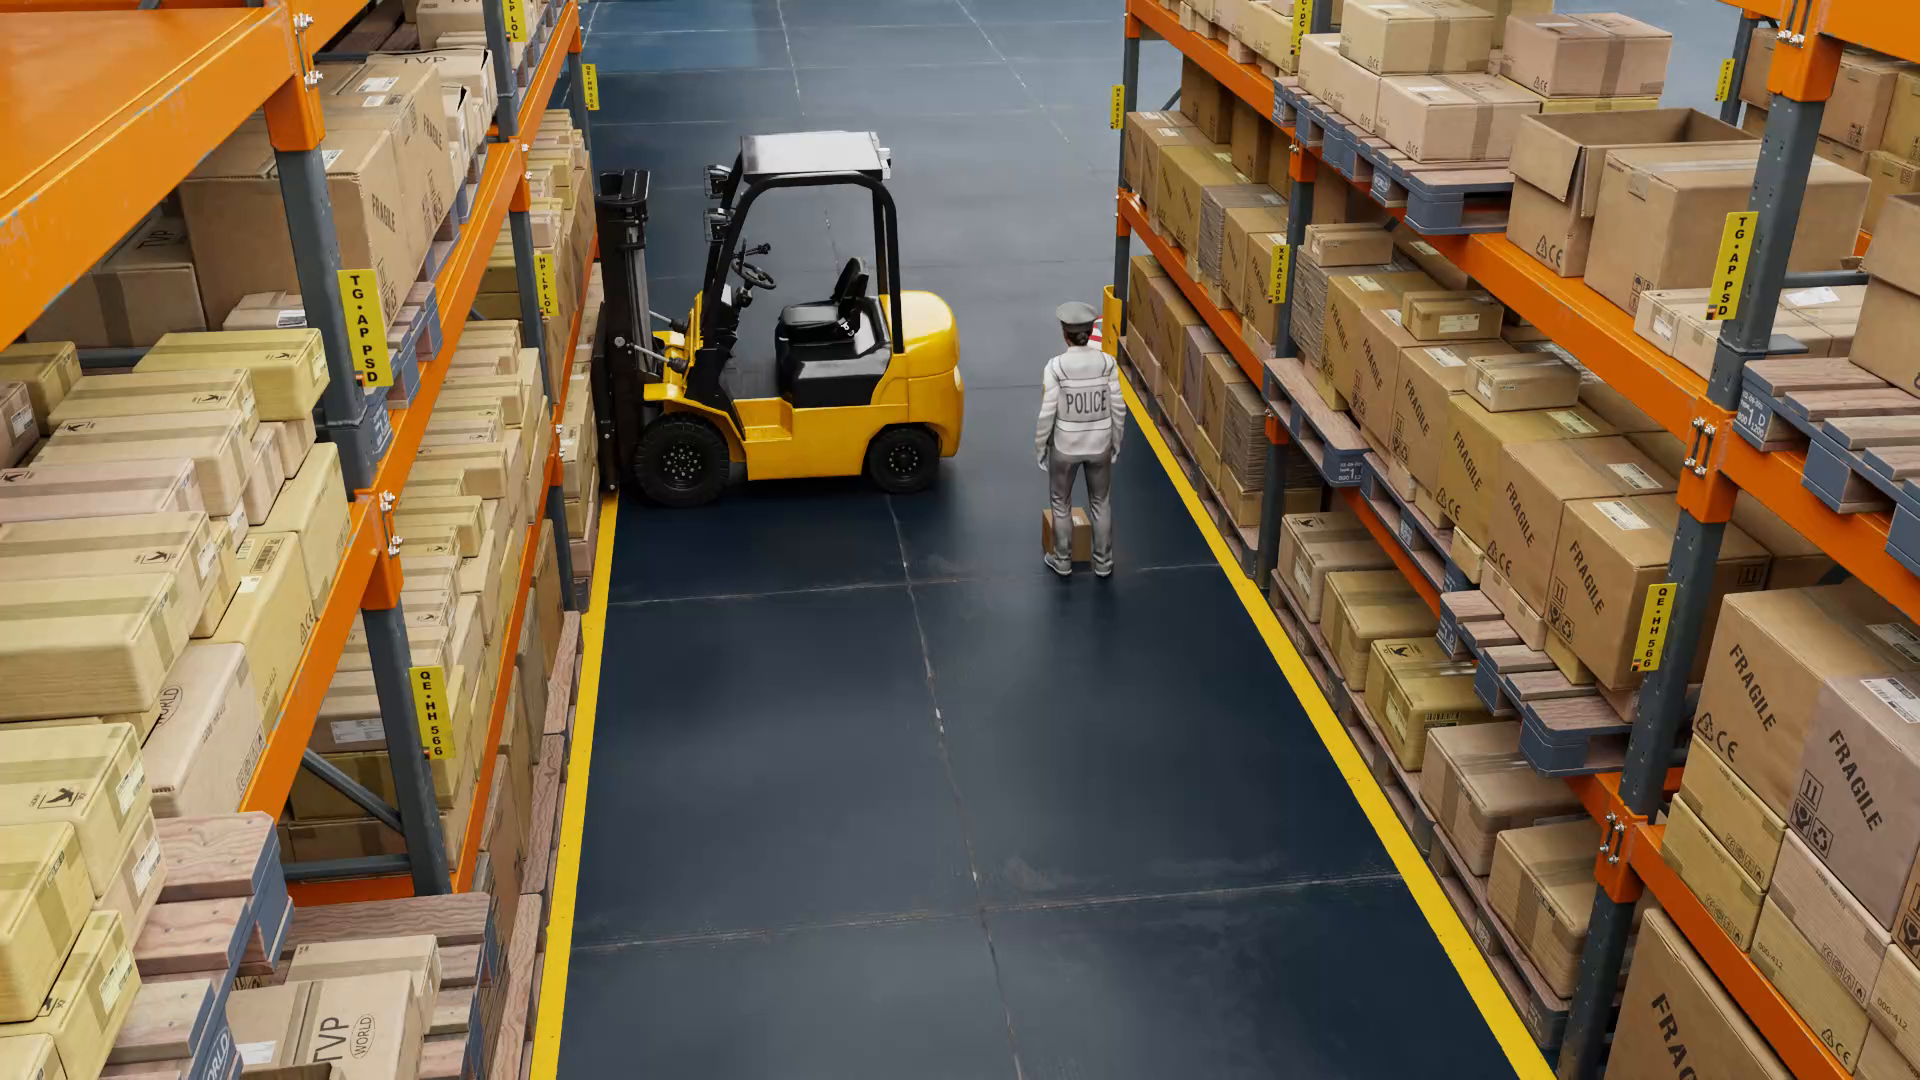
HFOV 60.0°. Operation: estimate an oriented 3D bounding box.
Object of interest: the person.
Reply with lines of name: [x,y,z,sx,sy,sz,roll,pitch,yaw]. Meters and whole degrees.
person: [0.688,-0.554,9.689,0.531,1.662,0.414,-5,28,-10]
